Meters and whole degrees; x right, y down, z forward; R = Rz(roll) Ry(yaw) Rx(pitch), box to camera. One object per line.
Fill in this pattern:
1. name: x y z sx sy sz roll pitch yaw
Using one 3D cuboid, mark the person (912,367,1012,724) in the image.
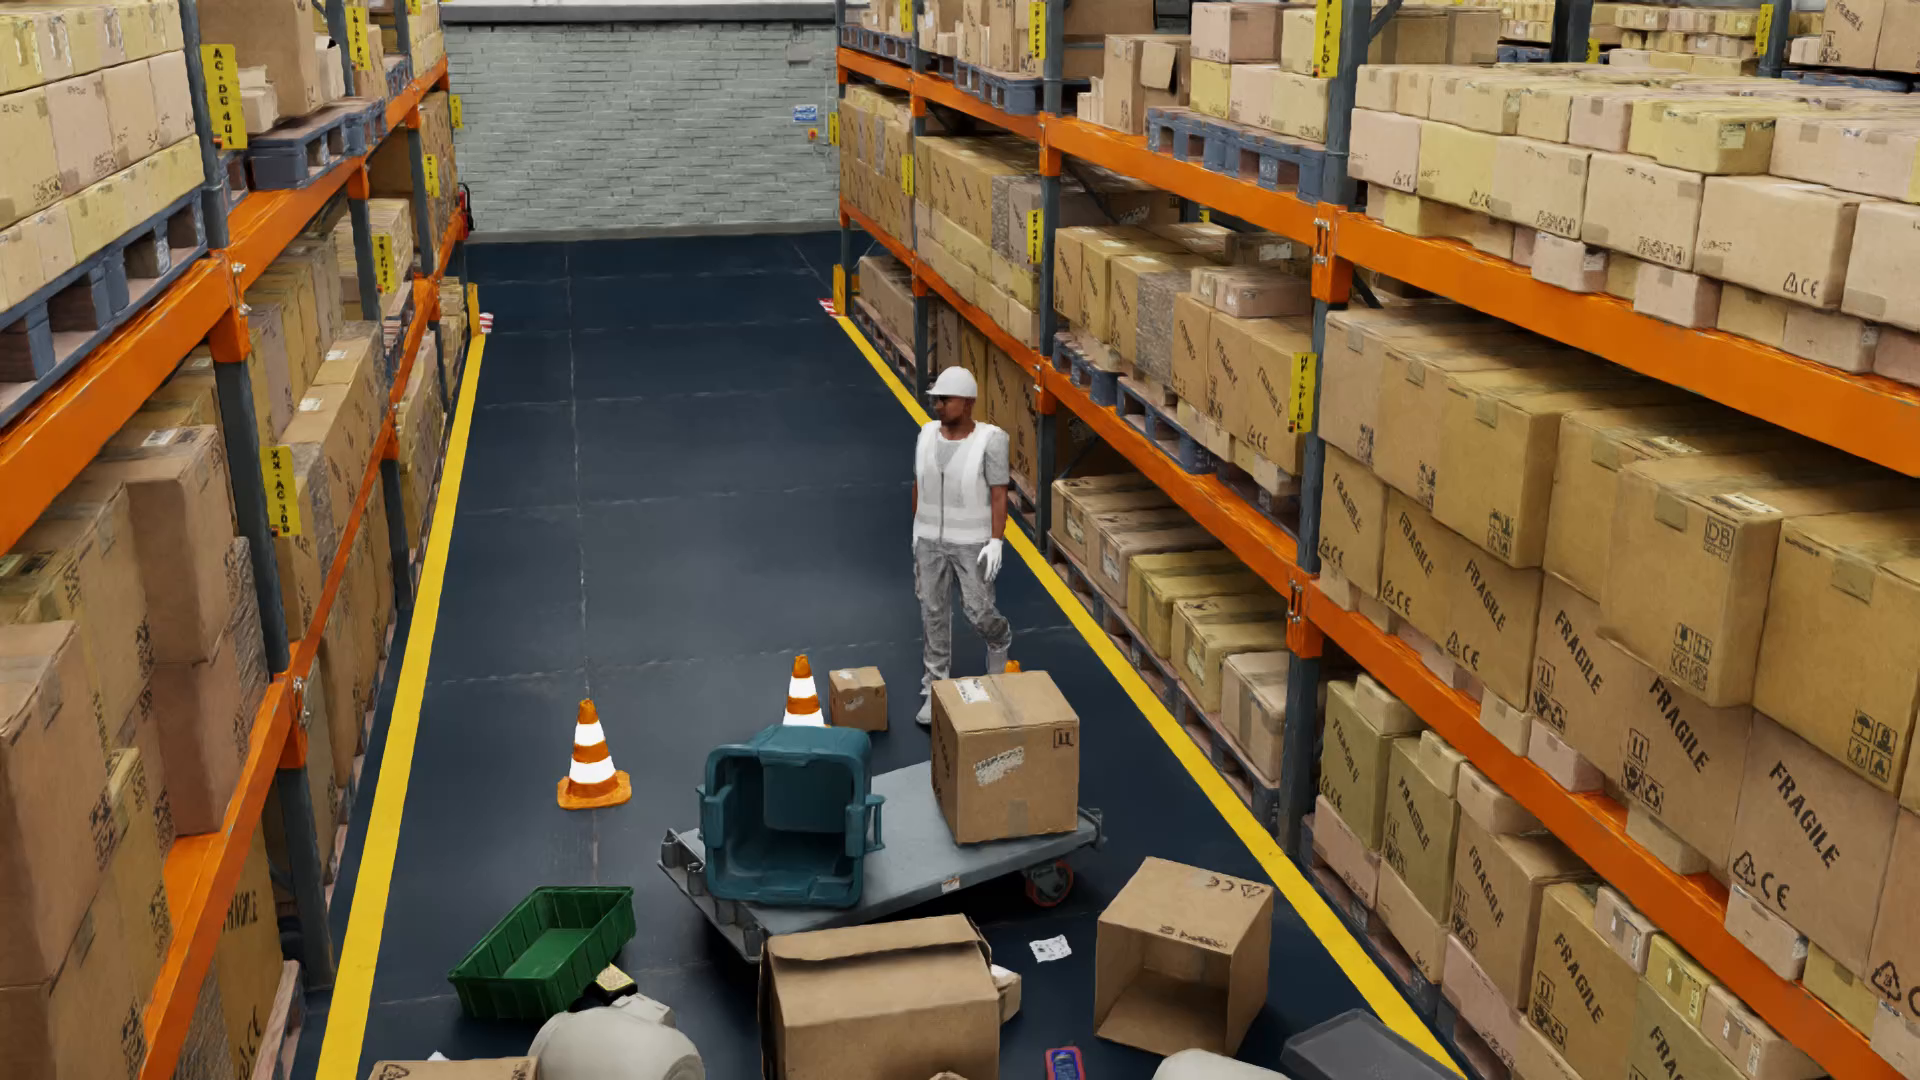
1. person: -0.014 0.004 8.509 0.592 1.779 0.774 9 21 23
